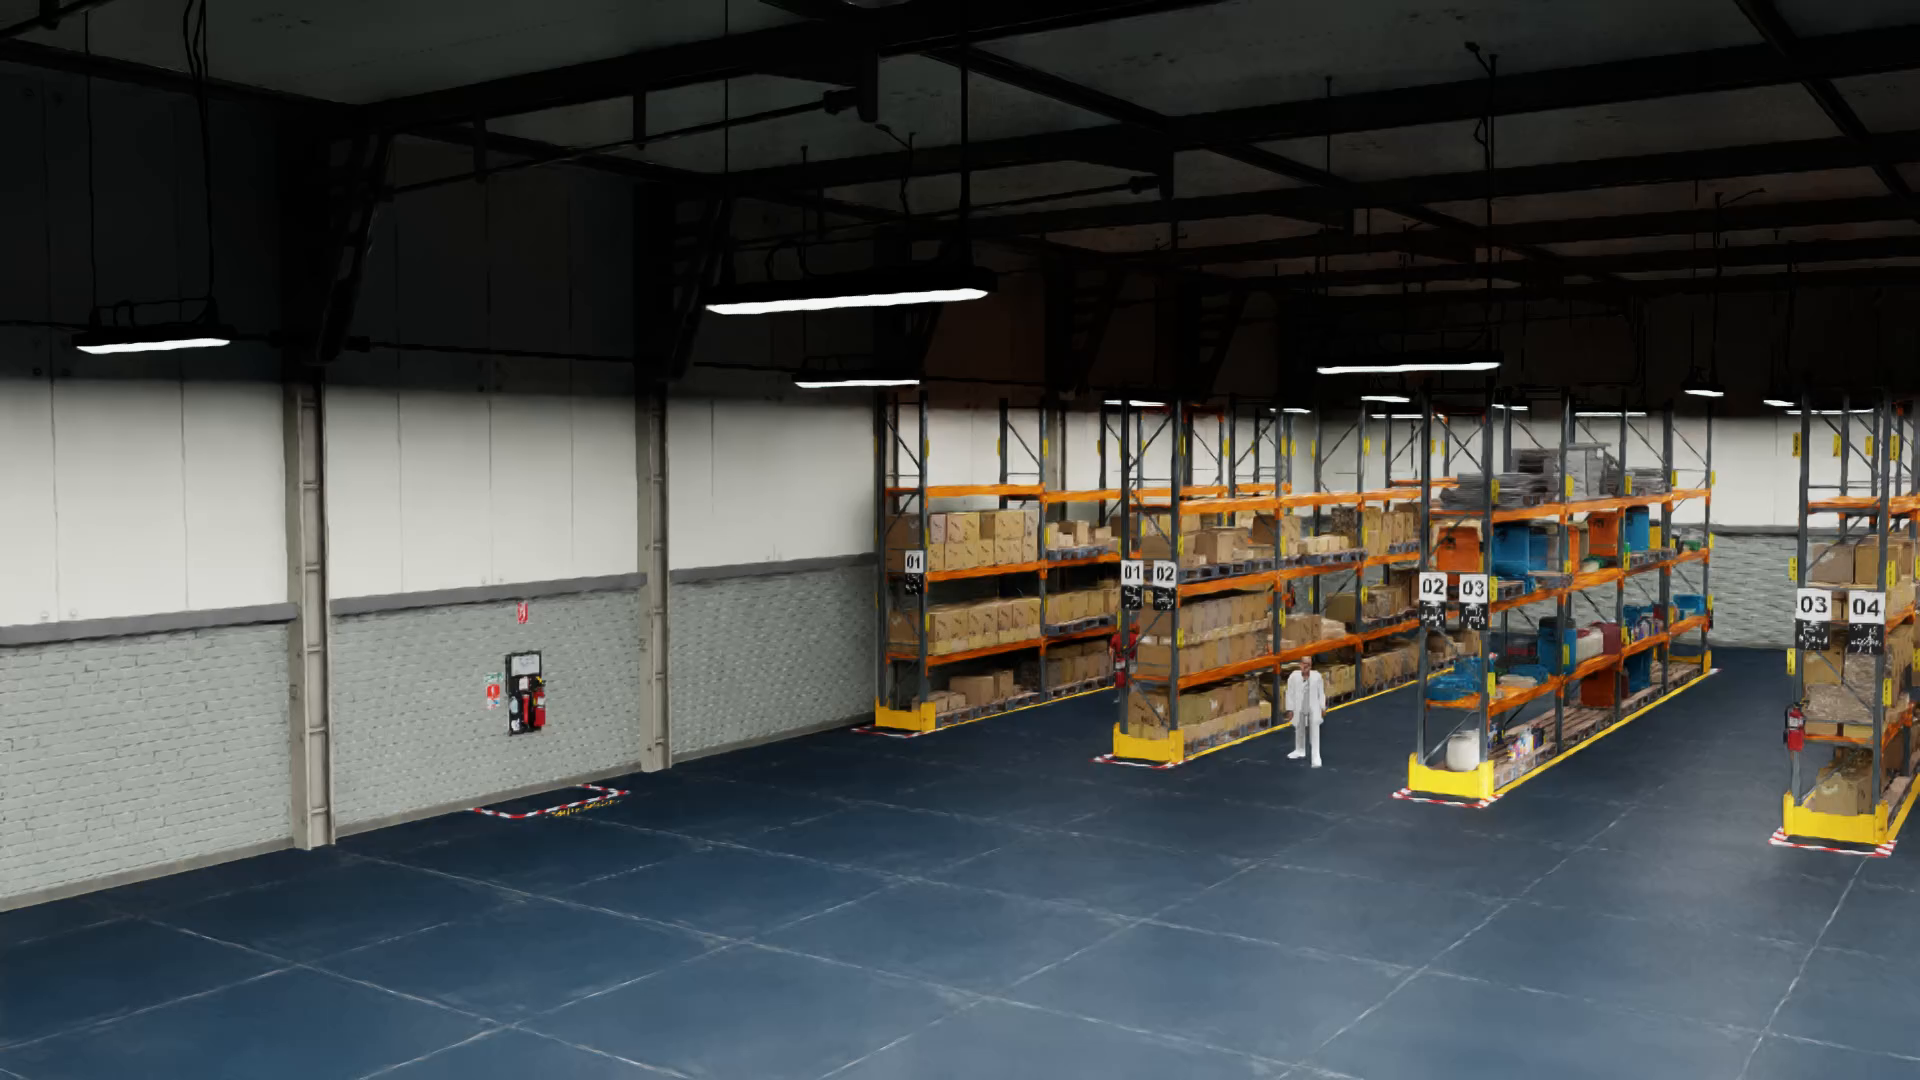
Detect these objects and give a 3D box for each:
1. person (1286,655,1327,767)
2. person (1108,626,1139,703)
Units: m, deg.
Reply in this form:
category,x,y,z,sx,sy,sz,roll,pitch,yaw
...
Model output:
category,x,y,z,sx,sy,sz,roll,pitch,yaw
person,5.472,2.680,26.288,0.635,1.735,1.030,1,3,12
person,3.234,2.372,32.229,0.690,1.657,0.844,1,3,18
